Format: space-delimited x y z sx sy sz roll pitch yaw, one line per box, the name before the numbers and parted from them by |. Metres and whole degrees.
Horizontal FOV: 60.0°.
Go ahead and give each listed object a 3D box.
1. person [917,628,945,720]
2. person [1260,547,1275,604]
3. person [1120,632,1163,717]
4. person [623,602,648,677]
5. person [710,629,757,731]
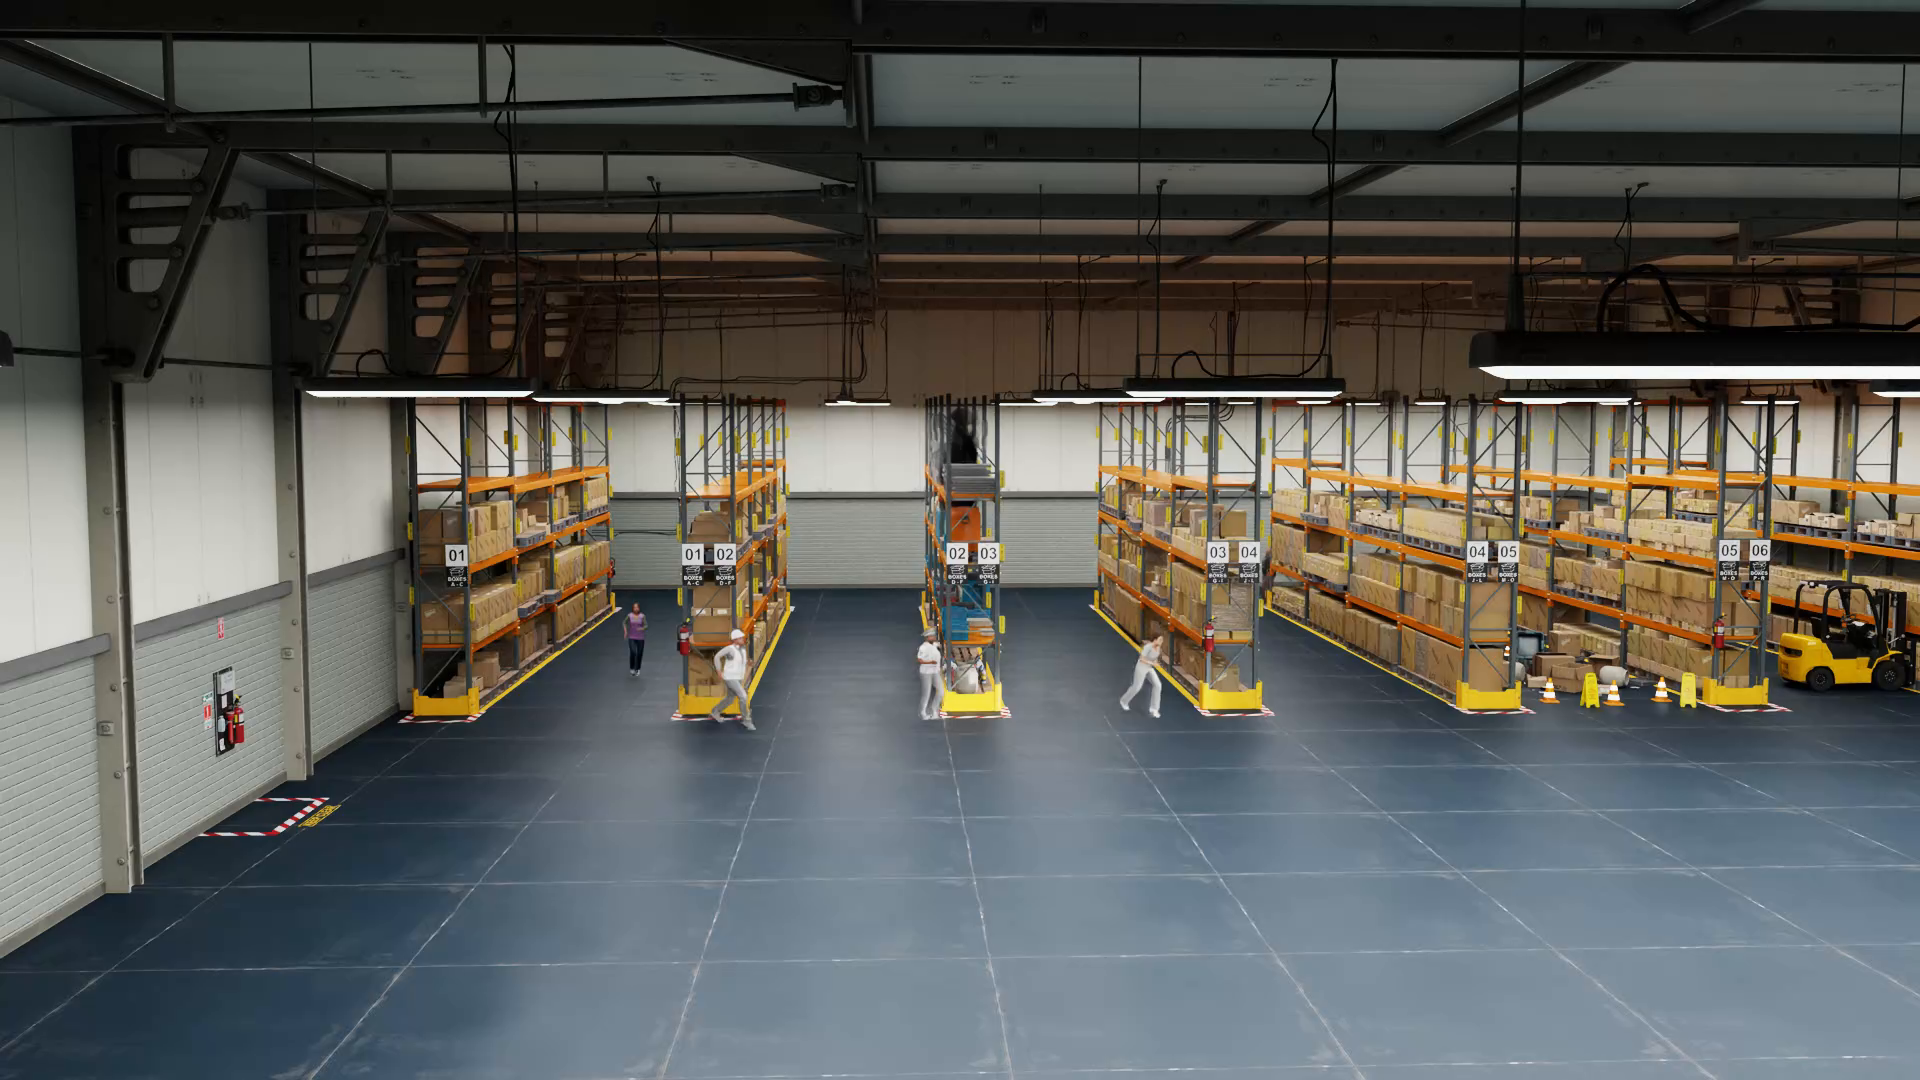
person | -0.517 2.482 30.573 0.579 1.738 0.610 -4 6 -39
person | 9.101 1.040 48.800 0.768 1.724 0.705 -1 5 -18
person | 3.403 2.495 31.153 0.957 1.625 0.606 4 6 40
person | -6.901 2.125 35.400 0.506 1.592 0.662 -1 5 -17
person | -4.067 2.495 29.743 0.952 1.812 0.678 2 5 23
